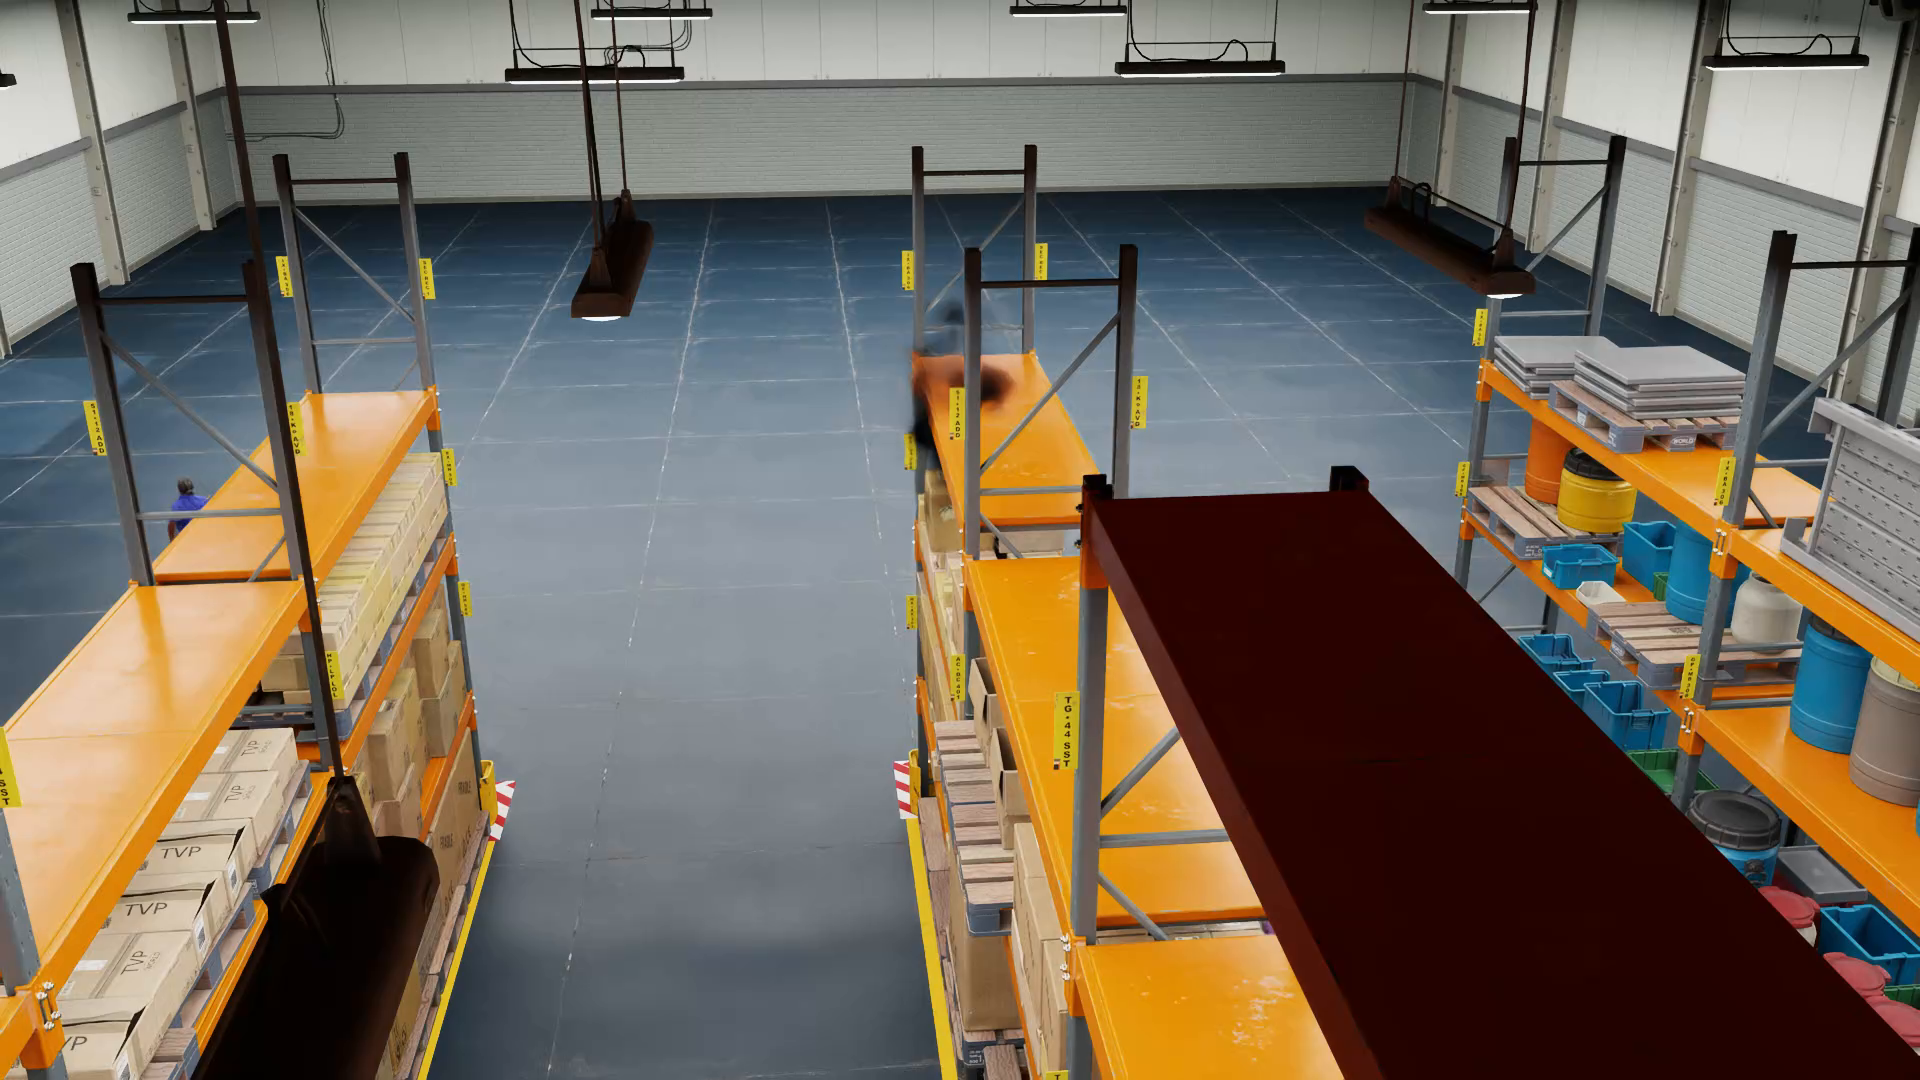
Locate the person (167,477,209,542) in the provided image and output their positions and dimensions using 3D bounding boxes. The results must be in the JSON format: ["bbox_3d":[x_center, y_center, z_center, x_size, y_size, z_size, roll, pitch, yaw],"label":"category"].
[{"bbox_3d":[-8.964,0.067,19.400,0.528,1.530,0.624,18,28,38],"label":"person"}]

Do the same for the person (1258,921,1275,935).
[{"bbox_3d":[2.173,3.068,11.686,0.520,1.635,0.706,-2,22,-6],"label":"person"}]
